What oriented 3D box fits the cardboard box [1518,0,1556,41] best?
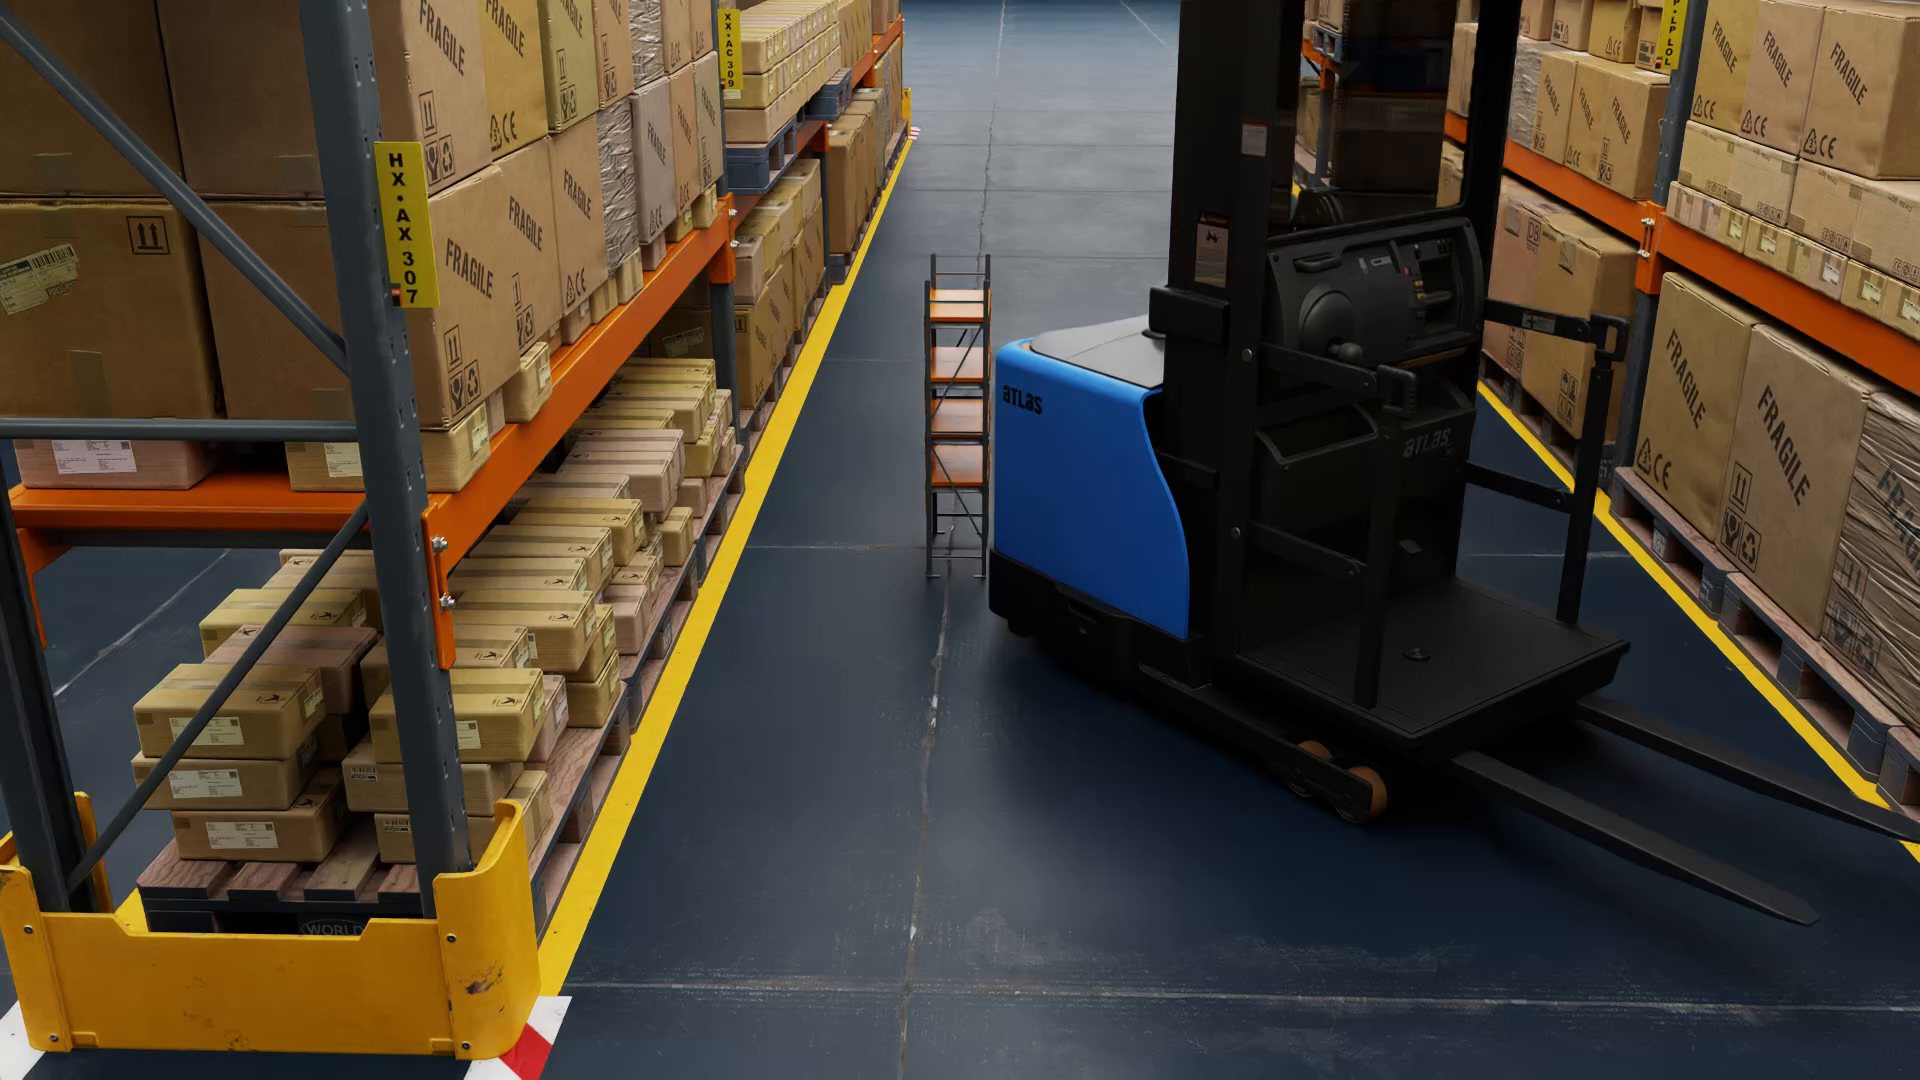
[{"bbox_3d":[3.500,-3.037,9.185,0.797,0.503,0.637,1,21,3],"label":"cardboard box"}]

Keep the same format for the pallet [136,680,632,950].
[{"bbox_3d":[-1.574,0.758,4.784,1.003,0.211,1.213,1,21,2],"label":"pallet"}]

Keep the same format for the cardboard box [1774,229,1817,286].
[{"bbox_3d":[3.069,-0.978,5.751,0.380,0.149,0.250,0,21,1],"label":"cardboard box"}]

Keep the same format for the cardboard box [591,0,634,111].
[{"bbox_3d":[-1.298,-1.587,5.040,0.500,0.500,0.500,0,21,0],"label":"cardboard box"}]

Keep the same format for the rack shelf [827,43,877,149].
[{"bbox_3d":[-1.332,-3.502,12.902,1.077,0.370,4.000,1,21,2],"label":"rack shelf"}]

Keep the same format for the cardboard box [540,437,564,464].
[{"bbox_3d":[-1.744,-0.404,6.462,0.380,0.149,0.250,0,21,0],"label":"cardboard box"}]

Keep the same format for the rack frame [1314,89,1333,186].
[{"bbox_3d":[3.683,-4.469,14.400,1.000,3.000,0.127,1,21,2],"label":"rack frame"}]

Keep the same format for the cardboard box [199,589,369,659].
[{"bbox_3d":[-1.928,0.255,4.763,0.380,0.149,0.250,0,21,0],"label":"cardboard box"}]

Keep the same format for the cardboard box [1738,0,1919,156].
[{"bbox_3d":[3.147,-1.647,5.885,0.500,0.500,0.500,1,21,2],"label":"cardboard box"}]

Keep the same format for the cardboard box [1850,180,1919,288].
[{"bbox_3d":[3.111,-0.933,5.083,0.500,0.250,0.500,1,21,2],"label":"cardboard box"}]

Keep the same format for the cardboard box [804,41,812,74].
[{"bbox_3d":[-0.998,-2.588,8.907,0.380,0.149,0.250,0,21,1],"label":"cardboard box"}]

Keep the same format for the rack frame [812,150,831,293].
[{"bbox_3d":[-1.393,-3.114,10.908,1.000,3.000,0.127,1,21,2],"label":"rack frame"}]

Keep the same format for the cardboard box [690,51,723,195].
[{"bbox_3d":[-1.247,-1.675,6.650,0.500,0.500,0.500,1,21,2],"label":"cardboard box"}]

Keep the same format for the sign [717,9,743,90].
[{"bbox_3d":[-0.972,-2.068,7.015,0.100,0.325,0.005,1,21,2],"label":"sign"}]

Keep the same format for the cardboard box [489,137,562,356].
[{"bbox_3d":[-1.356,-0.760,4.291,0.500,0.500,0.500,1,21,2],"label":"cardboard box"}]

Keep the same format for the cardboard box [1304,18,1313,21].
[{"bbox_3d":[3.483,-4.884,15.818,0.380,0.149,0.250,1,21,2],"label":"cardboard box"}]

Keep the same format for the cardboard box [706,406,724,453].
[{"bbox_3d":[-1.203,-0.458,7.011,0.380,0.149,0.250,0,21,-1],"label":"cardboard box"}]

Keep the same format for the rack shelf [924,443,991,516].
[{"bbox_3d":[-0.005,-0.252,6.754,0.258,0.148,0.480,1,21,2],"label":"rack shelf"}]

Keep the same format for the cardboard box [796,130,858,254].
[{"bbox_3d":[-1.285,-2.480,11.804,1.050,0.750,0.750,0,21,1],"label":"cardboard box"}]

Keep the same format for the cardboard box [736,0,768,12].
[{"bbox_3d":[-1.370,-3.789,11.127,0.700,0.500,0.500,1,21,1],"label":"cardboard box"}]

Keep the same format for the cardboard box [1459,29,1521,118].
[{"bbox_3d":[3.261,-2.710,9.729,0.500,0.500,0.500,0,21,0],"label":"cardboard box"}]

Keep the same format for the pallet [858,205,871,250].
[{"bbox_3d":[-1.254,-2.538,13.279,1.003,0.211,1.213,1,21,2],"label":"pallet"}]

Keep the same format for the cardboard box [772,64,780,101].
[{"bbox_3d":[-1.037,-2.116,7.692,0.380,0.149,0.250,0,21,1],"label":"cardboard box"}]

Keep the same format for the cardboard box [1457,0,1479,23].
[{"bbox_3d":[3.538,-3.461,11.083,0.500,0.500,0.500,-2,21,-5],"label":"cardboard box"}]

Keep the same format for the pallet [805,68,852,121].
[{"bbox_3d":[-1.308,-2.766,10.275,1.213,0.211,1.003,1,21,2],"label":"pallet"}]

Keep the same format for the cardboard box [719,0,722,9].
[{"bbox_3d":[-1.618,-3.119,9.865,0.380,0.149,0.250,1,21,1],"label":"cardboard box"}]

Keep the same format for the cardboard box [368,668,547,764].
[{"bbox_3d":[-1.281,0.449,4.264,0.380,0.149,0.250,0,21,-1],"label":"cardboard box"}]

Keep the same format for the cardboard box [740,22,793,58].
[{"bbox_3d":[-1.020,-2.445,8.128,0.380,0.149,0.250,0,21,1],"label":"cardboard box"}]

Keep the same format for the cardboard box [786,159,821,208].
[{"bbox_3d":[-1.152,-2.244,10.503,0.500,0.250,0.500,0,21,0],"label":"cardboard box"}]

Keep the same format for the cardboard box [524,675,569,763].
[{"bbox_3d":[-1.299,0.488,4.573,0.380,0.149,0.250,1,21,1],"label":"cardboard box"}]

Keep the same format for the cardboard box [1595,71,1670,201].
[{"bbox_3d":[3.181,-1.795,7.371,0.500,0.500,0.500,1,21,2],"label":"cardboard box"}]

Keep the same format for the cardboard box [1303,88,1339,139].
[{"bbox_3d":[3.747,-4.278,16.782,0.500,0.500,0.500,3,21,7],"label":"cardboard box"}]

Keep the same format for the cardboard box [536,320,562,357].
[{"bbox_3d":[-1.367,-0.600,4.776,0.380,0.149,0.250,0,21,1],"label":"cardboard box"}]

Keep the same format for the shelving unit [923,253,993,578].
[{"bbox_3d":[-0.005,-0.500,6.658,0.258,1.200,0.503,1,21,2],"label":"shelving unit"}]

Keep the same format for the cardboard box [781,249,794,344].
[{"bbox_3d":[-1.210,-1.343,9.219,0.500,0.500,0.500,1,21,3],"label":"cardboard box"}]

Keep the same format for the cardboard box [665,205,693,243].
[{"bbox_3d":[-1.256,-1.254,6.462,0.380,0.149,0.250,1,21,4],"label":"cardboard box"}]

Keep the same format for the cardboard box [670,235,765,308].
[{"bbox_3d":[-1.228,-1.312,8.102,0.500,0.250,0.500,0,21,-1],"label":"cardboard box"}]

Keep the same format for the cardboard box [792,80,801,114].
[{"bbox_3d":[-1.013,-2.257,8.466,0.380,0.149,0.250,0,21,-1],"label":"cardboard box"}]

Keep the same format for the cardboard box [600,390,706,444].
[{"bbox_3d":[-1.234,-0.497,6.702,0.380,0.149,0.250,0,21,1],"label":"cardboard box"}]

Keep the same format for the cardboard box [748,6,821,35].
[{"bbox_3d":[-0.985,-2.919,9.348,0.380,0.149,0.250,1,21,2],"label":"cardboard box"}]

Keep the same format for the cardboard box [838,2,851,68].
[{"bbox_3d":[-1.081,-3.686,12.244,0.500,0.500,0.500,1,21,2],"label":"cardboard box"}]

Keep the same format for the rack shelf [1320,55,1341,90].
[{"bbox_3d":[3.622,-3.411,12.667,1.077,0.370,4.000,1,21,2],"label":"rack shelf"}]

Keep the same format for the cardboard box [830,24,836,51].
[{"bbox_3d":[-0.960,-3.051,10.101,0.380,0.149,0.250,1,21,4],"label":"cardboard box"}]

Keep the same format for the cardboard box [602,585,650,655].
[{"bbox_3d":[-1.249,0.267,5.555,0.380,0.149,0.250,0,21,-1],"label":"cardboard box"}]

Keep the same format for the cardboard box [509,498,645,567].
[{"bbox_3d":[-1.261,-0.027,5.491,0.380,0.149,0.250,1,21,2],"label":"cardboard box"}]

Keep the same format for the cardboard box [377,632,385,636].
[{"bbox_3d":[-1.781,0.295,5.071,0.380,0.149,0.250,0,21,1],"label":"cardboard box"}]

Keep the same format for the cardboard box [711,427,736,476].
[{"bbox_3d":[-1.186,-0.389,7.245,0.380,0.149,0.250,1,21,2],"label":"cardboard box"}]

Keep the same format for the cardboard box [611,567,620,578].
[{"bbox_3d":[-1.366,0.014,5.795,0.380,0.149,0.250,2,21,4],"label":"cardboard box"}]

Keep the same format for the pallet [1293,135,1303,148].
[{"bbox_3d":[3.742,-4.295,17.805,1.003,0.211,1.213,1,21,2],"label":"pallet"}]

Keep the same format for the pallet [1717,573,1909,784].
[{"bbox_3d":[3.304,0.440,5.604,1.003,0.211,1.213,1,21,2],"label":"pallet"}]

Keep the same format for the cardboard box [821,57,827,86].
[{"bbox_3d":[-0.977,-2.736,9.701,0.380,0.149,0.250,0,21,1],"label":"cardboard box"}]

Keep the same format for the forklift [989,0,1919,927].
[{"bbox_3d":[1.400,-0.737,4.876,1.130,2.935,3.031,-15,26,-34],"label":"forklift"}]
